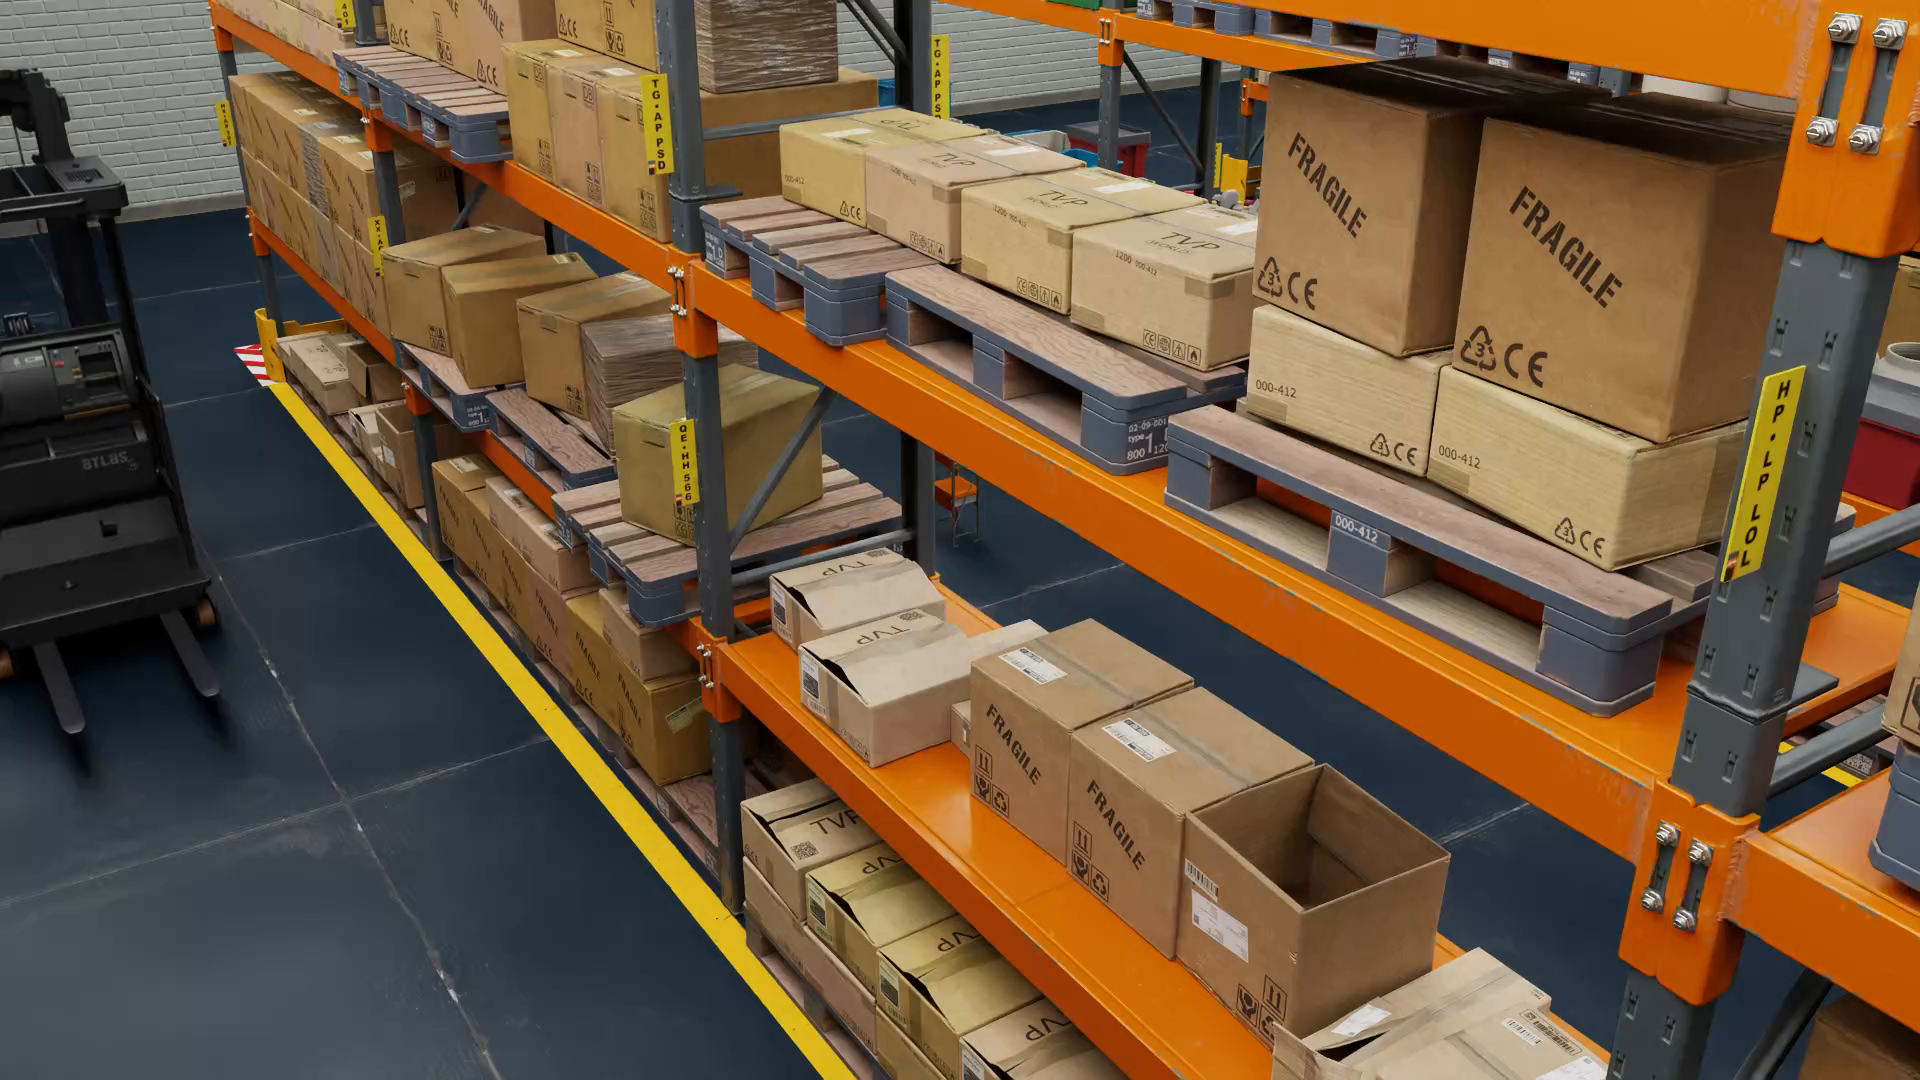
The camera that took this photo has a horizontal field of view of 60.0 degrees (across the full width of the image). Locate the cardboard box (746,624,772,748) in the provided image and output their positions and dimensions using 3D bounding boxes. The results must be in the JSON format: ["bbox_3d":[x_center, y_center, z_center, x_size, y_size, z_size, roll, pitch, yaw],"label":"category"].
[{"bbox_3d":[-0.851,0.594,7.891,0.500,0.500,0.500,-17,30,-31],"label":"cardboard box"}]

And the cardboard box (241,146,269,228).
[{"bbox_3d":[-4.897,-2.609,12.145,0.500,0.500,0.500,-15,29,-29],"label":"cardboard box"}]

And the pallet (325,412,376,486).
[{"bbox_3d":[-3.779,-0.774,11.644,1.003,0.211,1.213,-16,29,-30],"label":"pallet"}]

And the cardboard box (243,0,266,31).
[{"bbox_3d":[-4.315,-3.469,10.747,0.500,0.250,0.500,-16,29,-30],"label":"cardboard box"}]

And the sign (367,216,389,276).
[{"bbox_3d":[-3.185,-1.615,9.144,0.100,0.325,0.005,-16,29,-30],"label":"sign"}]

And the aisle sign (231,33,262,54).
[{"bbox_3d":[-5.202,-3.915,11.985,0.394,0.787,0.004,-16,29,-30],"label":"aisle sign"}]

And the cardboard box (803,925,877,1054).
[{"bbox_3d":[-0.236,1.567,6.147,0.500,0.250,0.500,-16,30,-31],"label":"cardboard box"}]

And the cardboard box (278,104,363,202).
[{"bbox_3d":[-4.058,-2.514,10.773,0.500,0.500,0.500,-16,30,-30],"label":"cardboard box"}]

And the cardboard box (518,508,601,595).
[{"bbox_3d":[-1.855,0.006,8.258,0.500,0.250,0.500,-16,30,-31],"label":"cardboard box"}]

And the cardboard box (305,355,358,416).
[{"bbox_3d":[-4.313,-1.121,11.816,0.500,0.250,0.500,-16,29,-30],"label":"cardboard box"}]

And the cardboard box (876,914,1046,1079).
[{"bbox_3d":[0.059,1.502,5.626,0.500,0.311,0.500,-16,30,-31],"label":"cardboard box"}]

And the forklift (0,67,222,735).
[{"bbox_3d":[-4.751,-0.827,8.569,1.130,2.935,3.031,-16,30,-31],"label":"forklift"}]

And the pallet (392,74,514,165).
[{"bbox_3d":[-1.869,-2.005,7.689,1.213,0.211,1.003,-16,29,-30],"label":"pallet"}]

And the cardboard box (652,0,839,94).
[{"bbox_3d":[-0.784,-1.934,6.030,0.500,0.500,0.500,-16,29,-30],"label":"cardboard box"}]

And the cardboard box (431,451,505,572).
[{"bbox_3d":[-2.675,-0.192,9.555,0.500,0.500,0.500,-17,30,-32],"label":"cardboard box"}]

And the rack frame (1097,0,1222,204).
[{"bbox_3d":[1.417,-2.506,12.045,1.000,3.000,0.127,-16,29,-30],"label":"rack frame"}]

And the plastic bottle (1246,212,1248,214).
[{"bbox_3d":[2.008,-2.184,11.596,0.097,0.201,0.097,0,25,0],"label":"plastic bottle"}]

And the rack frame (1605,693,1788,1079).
[{"bbox_3d":[1.632,1.508,3.541,1.000,3.000,0.127,-16,29,-30],"label":"rack frame"}]

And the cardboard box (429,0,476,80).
[{"bbox_3d":[-2.138,-2.559,7.916,0.600,0.600,0.600,-16,30,-30],"label":"cardboard box"}]

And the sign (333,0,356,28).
[{"bbox_3d":[-3.185,-2.814,8.578,0.100,0.325,0.005,-16,29,-30],"label":"sign"}]

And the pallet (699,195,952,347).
[{"bbox_3d":[-0.106,-0.971,5.501,1.213,0.211,1.003,-14,29,-27],"label":"pallet"}]

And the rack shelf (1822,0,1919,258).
[{"bbox_3d":[2.724,0.017,0.984,1.077,0.370,4.000,-16,29,-30],"label":"rack shelf"}]

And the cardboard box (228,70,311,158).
[{"bbox_3d":[-4.897,-3.061,11.932,0.500,0.500,0.500,-15,29,-28],"label":"cardboard box"}]

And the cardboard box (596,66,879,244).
[{"bbox_3d":[-0.818,-1.472,6.224,0.910,0.500,0.500,-16,29,-30],"label":"cardboard box"}]

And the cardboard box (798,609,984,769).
[{"bbox_3d":[-0.225,0.483,5.817,0.500,0.311,0.500,-16,30,-30],"label":"cardboard box"}]

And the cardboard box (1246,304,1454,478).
[{"bbox_3d":[1.002,-0.388,3.729,0.500,0.250,0.500,-19,31,-34],"label":"cardboard box"}]

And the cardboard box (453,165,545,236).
[{"bbox_3d":[-2.756,-2.084,9.863,0.500,0.500,0.500,-15,29,-28],"label":"cardboard box"}]

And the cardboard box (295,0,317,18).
[{"bbox_3d":[-3.498,-3.158,9.502,0.500,0.250,0.500,-16,29,-30],"label":"cardboard box"}]

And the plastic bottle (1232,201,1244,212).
[{"bbox_3d":[1.990,-2.315,11.874,0.097,0.201,0.097,0,25,0],"label":"plastic bottle"}]

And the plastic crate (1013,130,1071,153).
[{"bbox_3d":[0.738,-3.069,13.305,0.437,0.282,0.530,-16,29,-30],"label":"plastic crate"}]

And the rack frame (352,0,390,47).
[{"bbox_3d":[-2.735,-4.066,8.322,1.000,3.000,0.127,-16,29,-30],"label":"rack frame"}]

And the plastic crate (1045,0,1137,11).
[{"bbox_3d":[0.933,-3.848,11.621,0.450,0.188,0.662,-16,29,-30],"label":"plastic crate"}]

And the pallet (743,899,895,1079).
[{"bbox_3d":[-0.135,1.642,6.524,1.003,0.211,1.213,-16,29,-30],"label":"pallet"}]

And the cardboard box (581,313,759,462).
[{"bbox_3d":[-1.329,-0.728,7.669,0.700,0.500,0.500,-10,27,-20],"label":"cardboard box"}]

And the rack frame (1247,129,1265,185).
[{"bbox_3d":[3.386,-5.092,17.522,0.949,2.616,0.053,-16,29,-30],"label":"rack frame"}]

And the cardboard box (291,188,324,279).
[{"bbox_3d":[-4.068,-2.066,10.996,0.500,0.500,0.500,-15,29,-29],"label":"cardboard box"}]

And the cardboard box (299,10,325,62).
[{"bbox_3d":[-3.487,-2.935,9.615,0.500,0.250,0.500,-16,29,-30],"label":"cardboard box"}]

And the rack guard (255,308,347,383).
[{"bbox_3d":[-4.877,-1.626,13.109,1.175,0.500,0.348,-16,29,-30],"label":"rack guard"}]

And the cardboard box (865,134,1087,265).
[{"bbox_3d":[0.045,-1.068,5.169,0.500,0.250,0.500,-15,29,-28],"label":"cardboard box"}]

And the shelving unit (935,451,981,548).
[{"bbox_3d":[-0.029,-0.494,10.066,0.215,1.050,0.252,-16,29,-30],"label":"shelving unit"}]

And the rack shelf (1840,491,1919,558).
[{"bbox_3d":[4.693,-0.035,7.652,1.077,0.370,4.000,-16,29,-30],"label":"rack shelf"}]

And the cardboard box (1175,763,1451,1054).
[{"bbox_3d":[0.939,0.996,4.509,0.500,0.500,0.500,-13,28,-26],"label":"cardboard box"}]

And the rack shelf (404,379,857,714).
[{"bbox_3d":[-1.643,-0.312,8.240,1.077,0.370,4.000,-16,29,-30],"label":"rack shelf"}]

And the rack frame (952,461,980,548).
[{"bbox_3d":[0.037,-0.450,9.974,0.200,1.050,0.008,-16,29,-30],"label":"rack frame"}]

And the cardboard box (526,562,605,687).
[{"bbox_3d":[-1.832,0.358,8.391,0.500,0.500,0.500,-17,30,-31],"label":"cardboard box"}]

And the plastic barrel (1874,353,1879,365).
[{"bbox_3d":[4.341,-0.808,8.316,0.421,0.512,0.421,0,25,0],"label":"plastic barrel"}]

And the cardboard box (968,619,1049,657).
[{"bbox_3d":[0.171,0.449,6.080,0.380,0.149,0.250,-16,29,-30],"label":"cardboard box"}]

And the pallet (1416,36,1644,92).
[{"bbox_3d":[3.265,-2.643,9.042,1.003,0.211,1.213,-16,29,-30],"label":"pallet"}]

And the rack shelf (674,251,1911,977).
[{"bbox_3d":[0.541,-0.238,4.569,1.077,0.370,4.000,-16,29,-30],"label":"rack shelf"}]

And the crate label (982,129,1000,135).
[{"bbox_3d":[0.149,-3.394,14.165,0.396,0.136,0.243,-16,29,-30],"label":"crate label"}]
